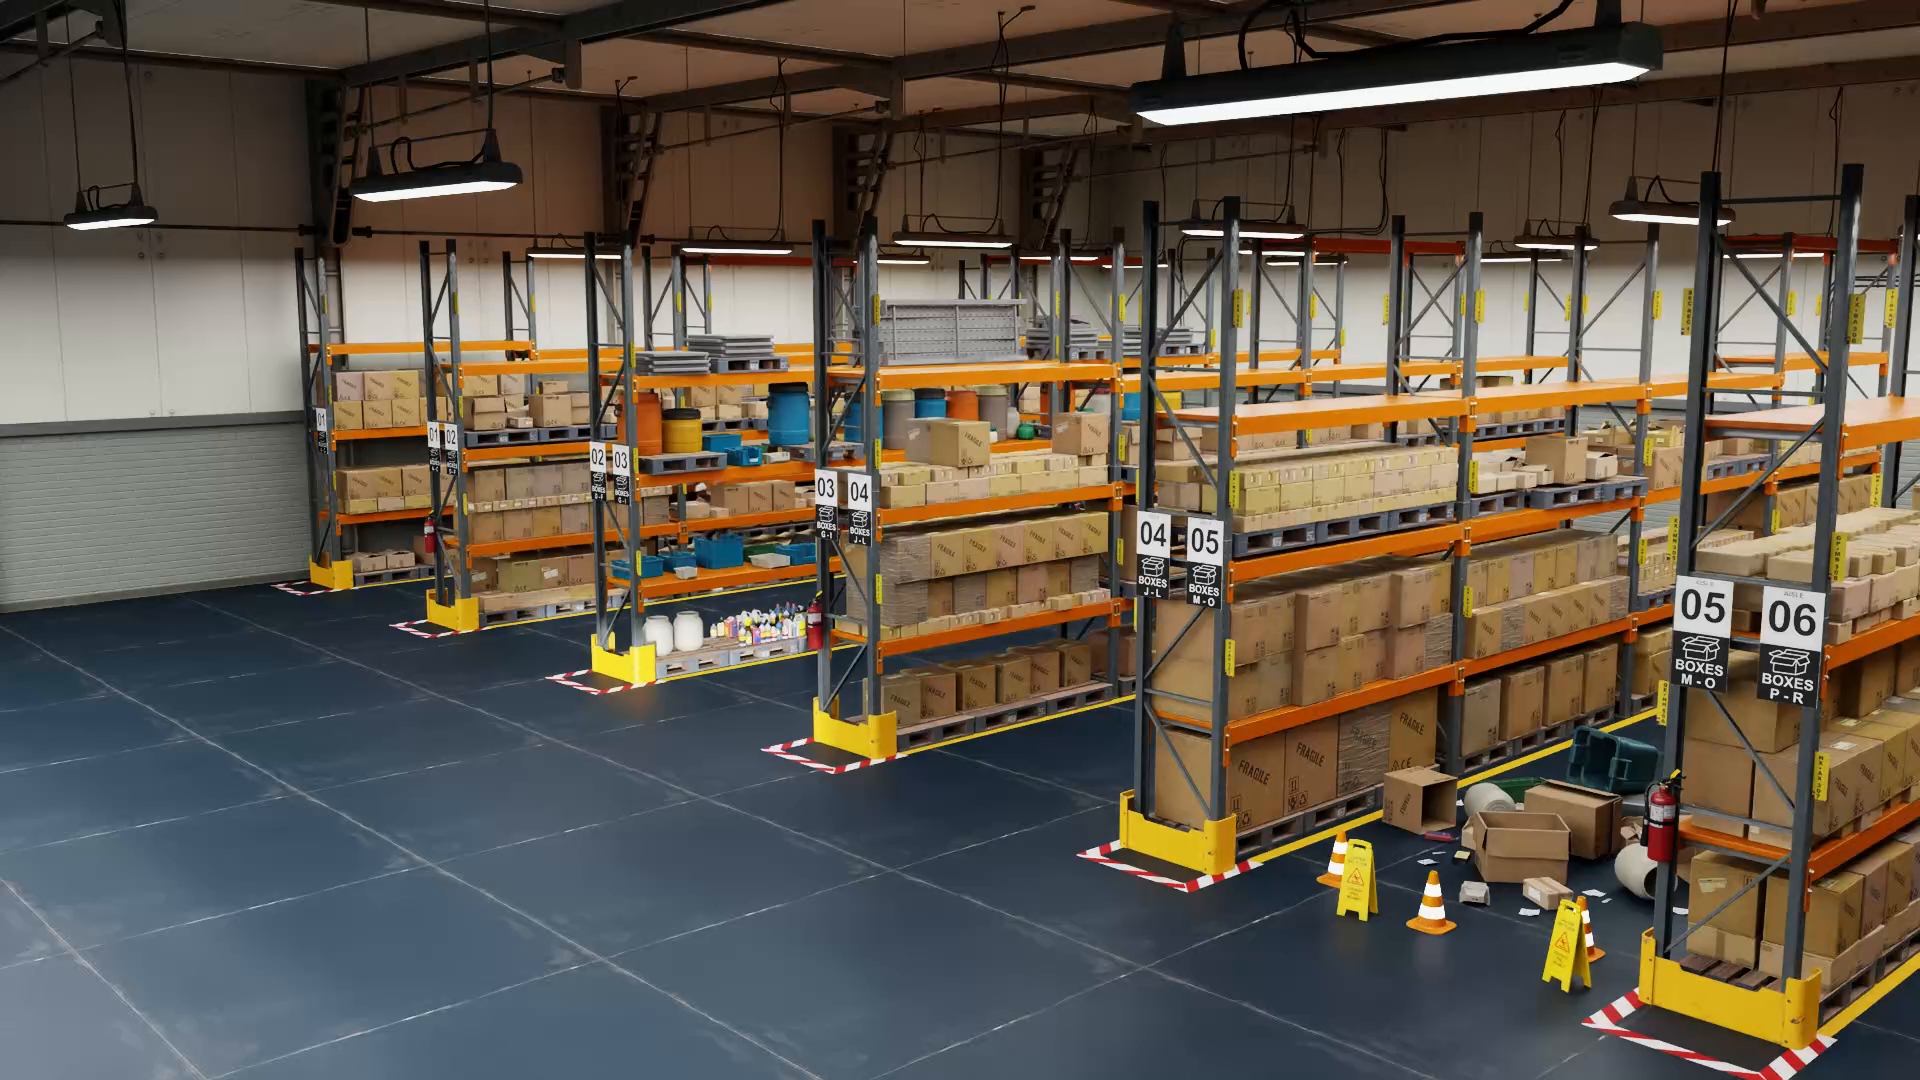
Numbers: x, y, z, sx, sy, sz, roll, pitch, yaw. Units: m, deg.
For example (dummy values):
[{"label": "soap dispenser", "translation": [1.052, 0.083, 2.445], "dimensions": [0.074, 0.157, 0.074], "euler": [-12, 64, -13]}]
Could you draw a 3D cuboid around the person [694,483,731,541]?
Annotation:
[{"label": "person", "translation": [-4.766, -0.410, 32.916], "dimensions": [0.708, 1.526, 1.172], "euler": [6, 10, 35]}]

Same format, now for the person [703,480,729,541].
[{"label": "person", "translation": [-4.660, -0.333, 31.861], "dimensions": [0.674, 1.693, 0.660], "euler": [8, 11, 42]}]
